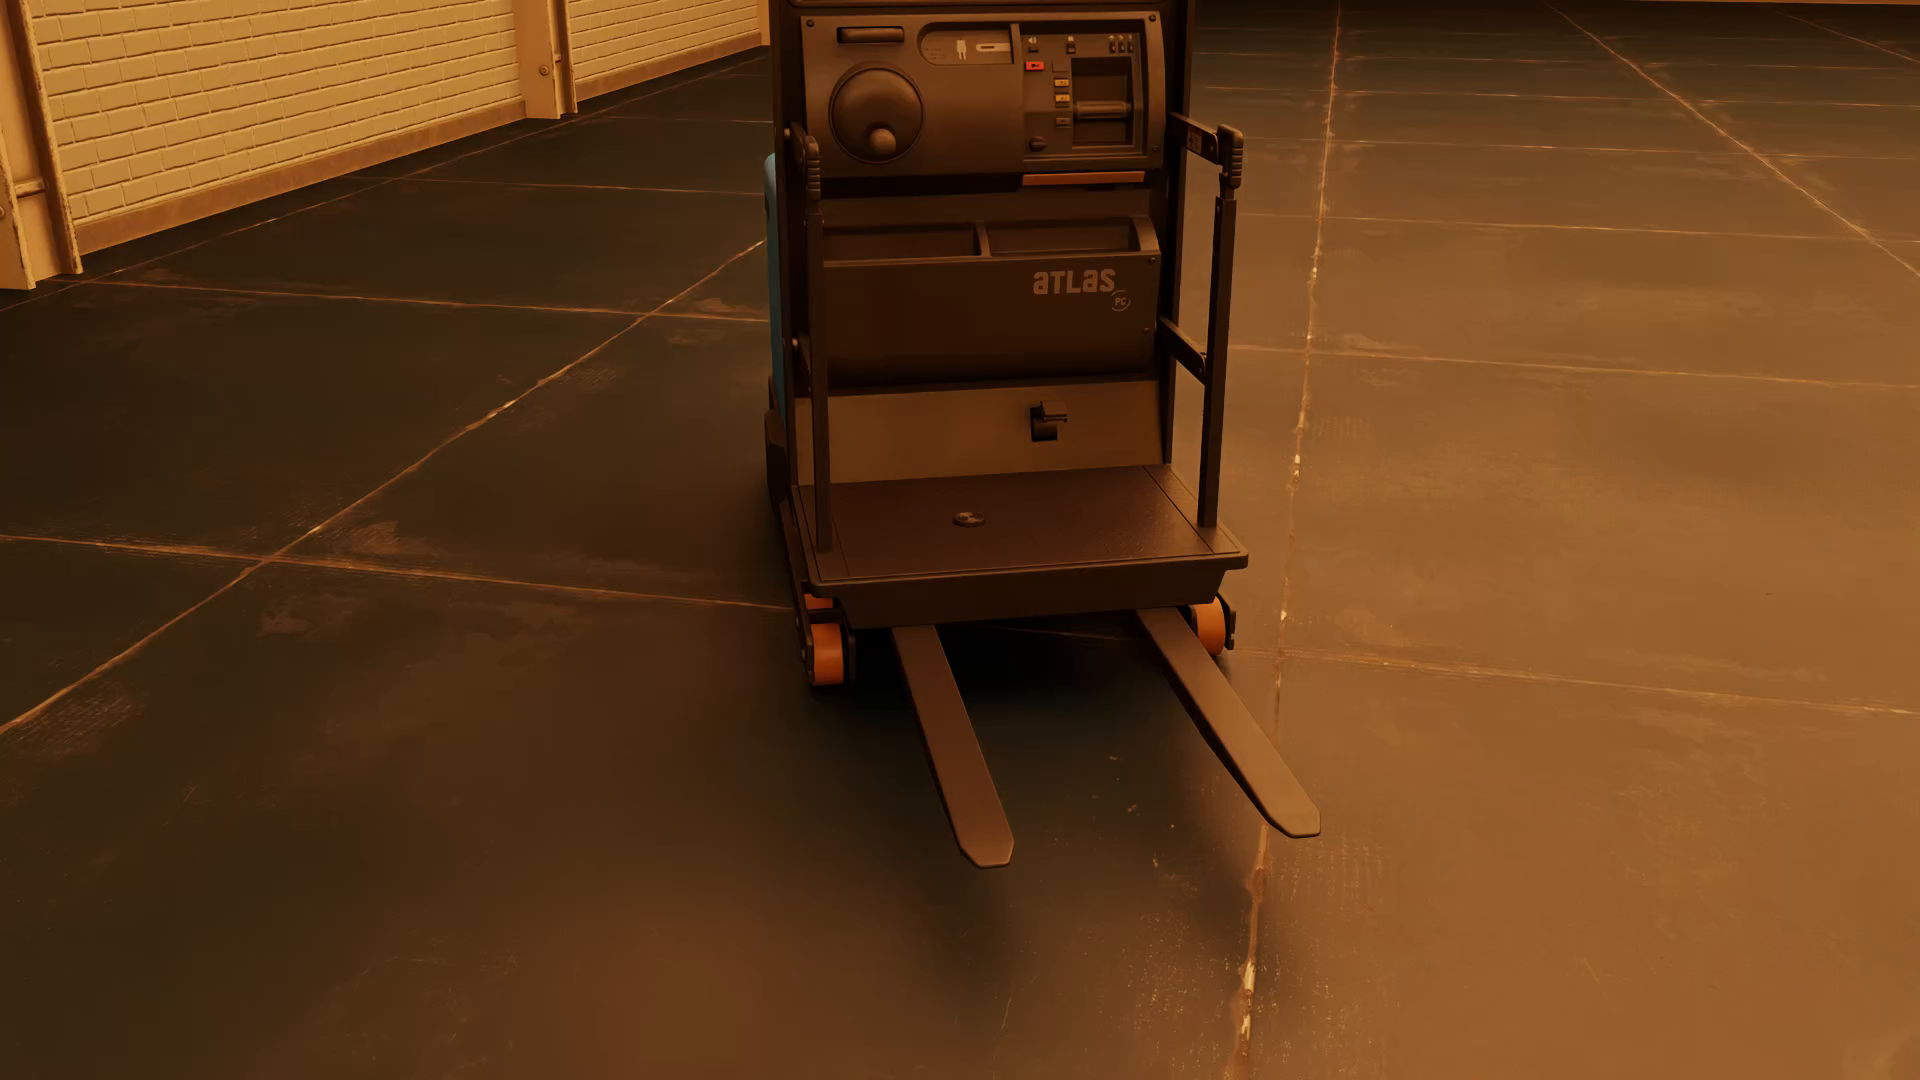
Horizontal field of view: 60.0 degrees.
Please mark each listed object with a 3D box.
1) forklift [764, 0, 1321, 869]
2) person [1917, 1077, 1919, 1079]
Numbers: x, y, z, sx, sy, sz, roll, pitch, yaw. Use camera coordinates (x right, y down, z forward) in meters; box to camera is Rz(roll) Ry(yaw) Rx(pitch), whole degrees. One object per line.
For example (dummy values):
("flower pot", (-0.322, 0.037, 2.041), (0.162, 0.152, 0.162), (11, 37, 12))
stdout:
("forklift", (0.104, -1.131, 4.040), (1.130, 2.935, 3.031), (-4, 22, -9))
("person", (0.987, 0.632, 1.489), (1.021, 1.631, 0.699), (-10, 24, -23))
